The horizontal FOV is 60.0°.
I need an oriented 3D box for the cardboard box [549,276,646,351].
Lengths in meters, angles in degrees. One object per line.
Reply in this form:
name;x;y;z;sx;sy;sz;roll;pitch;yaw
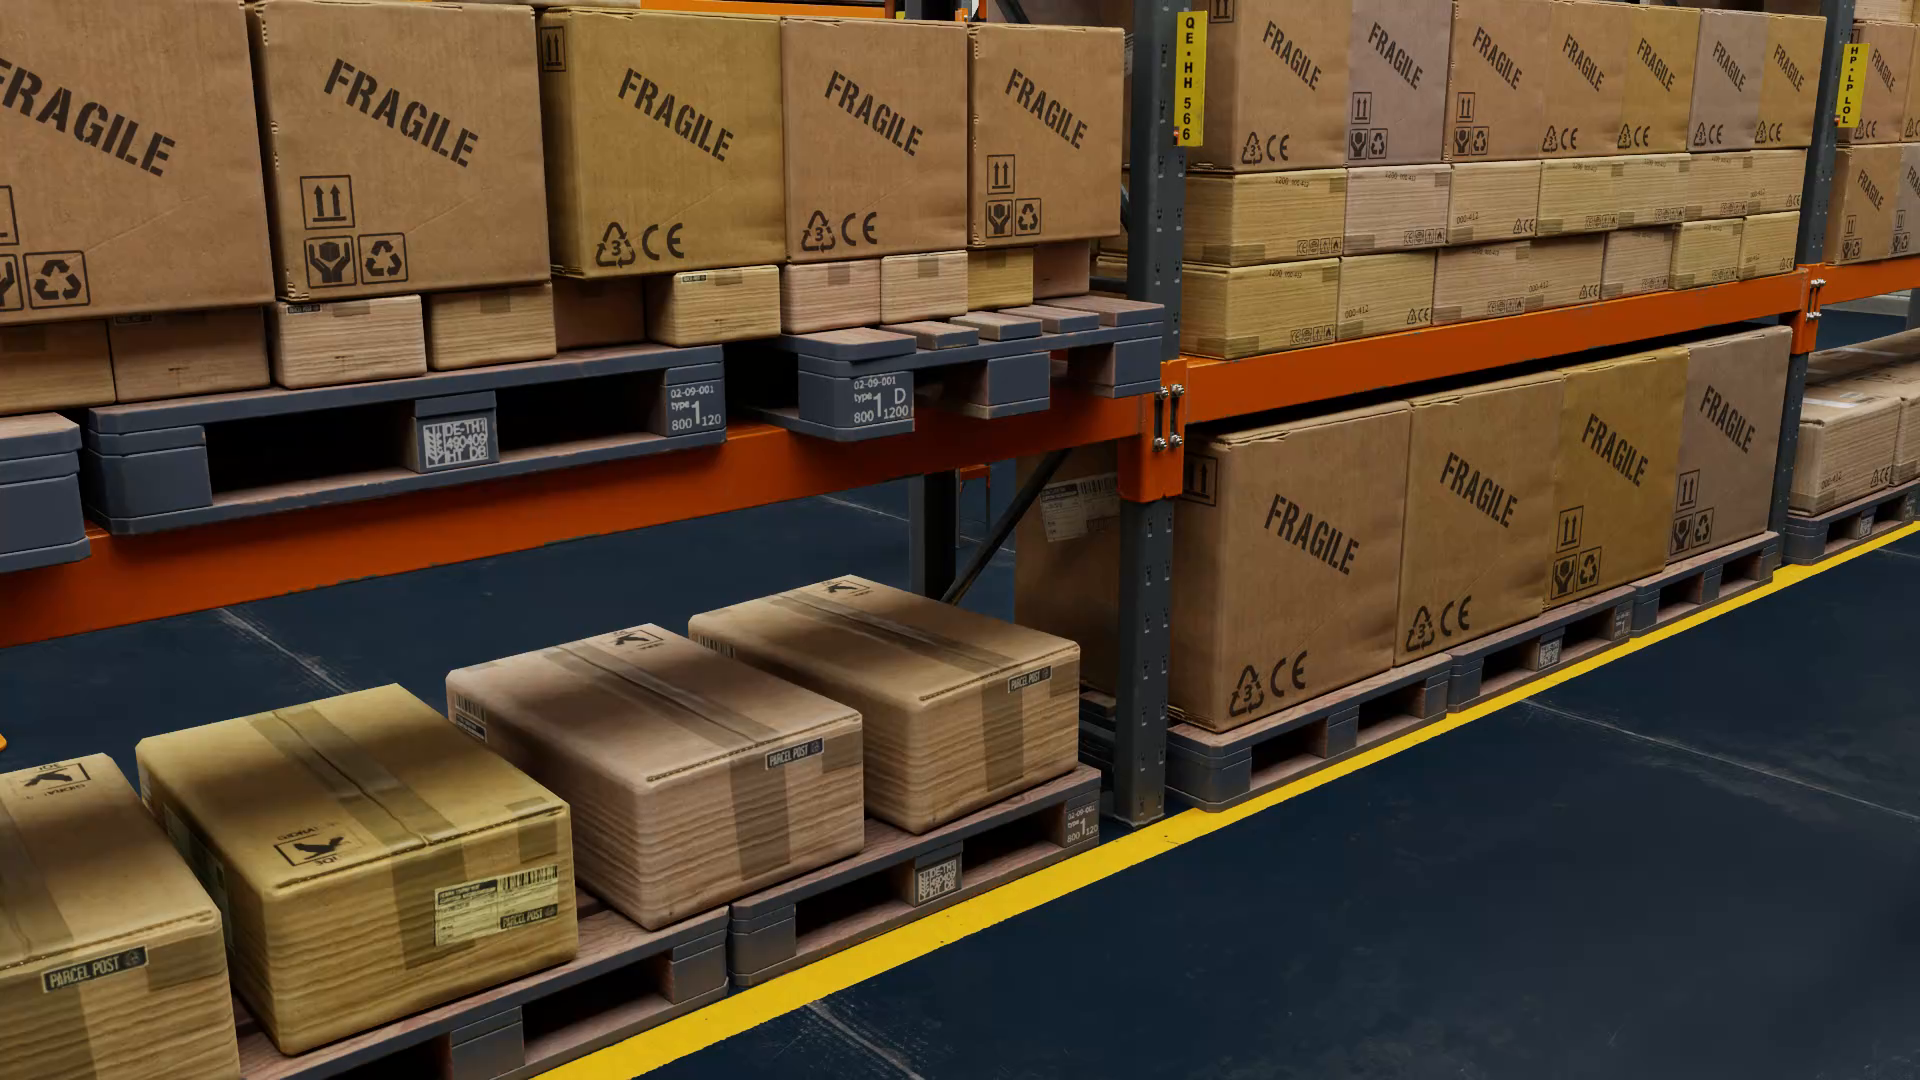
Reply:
cardboard box;-0.863;-0.498;3.476;0.250;0.149;0.380;-12;19;-39

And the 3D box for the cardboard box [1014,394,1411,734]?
cardboard box;0.786;-0.015;5.296;0.875;0.875;0.875;-13;20;-40

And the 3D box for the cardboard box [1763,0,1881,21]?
cardboard box;3.637;-2.263;7.020;0.250;0.149;0.380;-13;20;-40

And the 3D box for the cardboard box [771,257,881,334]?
cardboard box;-0.393;-0.566;3.728;0.250;0.149;0.380;-14;20;-42

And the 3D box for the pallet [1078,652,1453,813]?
pallet;0.855;0.491;5.503;1.213;0.211;1.003;-13;19;-39

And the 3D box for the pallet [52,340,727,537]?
pallet;-1.256;-0.301;3.438;1.213;0.211;1.003;-13;19;-39

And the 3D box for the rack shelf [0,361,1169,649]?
rack shelf;-1.298;-0.051;3.522;4.000;0.370;1.077;-13;19;-39

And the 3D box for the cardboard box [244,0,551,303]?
cardboard box;-1.125;-0.733;3.099;0.500;0.500;0.500;-14;20;-42

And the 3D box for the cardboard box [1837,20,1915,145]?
cardboard box;3.747;-1.980;7.218;0.500;0.500;0.500;-12;19;-39

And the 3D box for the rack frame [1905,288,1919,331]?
rack frame;6.246;-2.093;9.772;0.127;3.000;1.000;-13;19;-39

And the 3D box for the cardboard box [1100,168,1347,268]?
cardboard box;0.755;-0.944;4.794;0.500;0.250;0.500;-13;20;-40

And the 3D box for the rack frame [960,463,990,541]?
rack frame;0.058;-0.593;7.644;0.006;1.200;0.240;-13;19;-39

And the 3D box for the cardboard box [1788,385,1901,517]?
cardboard box;3.772;-0.465;7.831;0.875;0.438;0.875;-13;20;-40

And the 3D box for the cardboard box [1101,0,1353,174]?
cardboard box;0.743;-1.305;4.691;0.500;0.500;0.500;-14;20;-41

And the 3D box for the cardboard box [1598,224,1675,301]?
cardboard box;2.277;-1.050;6.158;0.500;0.250;0.500;-13;20;-41

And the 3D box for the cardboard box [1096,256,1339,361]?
cardboard box;0.745;-0.699;4.844;0.500;0.250;0.500;-13;20;-40

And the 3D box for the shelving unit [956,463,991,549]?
shelving unit;-0.011;-0.577;7.586;0.189;1.200;0.258;-13;19;-39

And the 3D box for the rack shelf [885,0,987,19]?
rack shelf;-1.606;-3.124;9.216;4.000;0.370;1.077;-13;19;-39

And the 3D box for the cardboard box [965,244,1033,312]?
cardboard box;-0.037;-0.658;4.074;0.250;0.149;0.380;-12;19;-39

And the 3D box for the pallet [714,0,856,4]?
pallet;-1.733;-5.093;15.363;1.213;0.211;1.003;-13;19;-39

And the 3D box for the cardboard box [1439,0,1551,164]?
cardboard box;1.512;-1.475;5.329;0.500;0.500;0.500;-12;19;-38

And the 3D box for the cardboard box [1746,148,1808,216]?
cardboard box;3.055;-1.462;6.733;0.500;0.250;0.500;-13;20;-39

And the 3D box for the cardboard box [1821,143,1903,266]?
cardboard box;3.754;-1.492;7.329;0.500;0.500;0.500;-12;19;-38

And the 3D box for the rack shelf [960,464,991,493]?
rack shelf;-0.011;-0.302;7.659;0.180;0.103;0.258;-13;19;-39

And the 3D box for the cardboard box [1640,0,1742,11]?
cardboard box;3.252;-2.374;7.437;0.250;0.149;0.380;-13;20;-40

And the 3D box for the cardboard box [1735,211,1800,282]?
cardboard box;3.055;-1.217;6.786;0.500;0.250;0.500;-13;20;-41

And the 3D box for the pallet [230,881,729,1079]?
pallet;-1.300;0.948;3.794;1.213;0.211;1.003;-13;19;-39

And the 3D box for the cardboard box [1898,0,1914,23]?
cardboard box;3.985;-2.361;7.387;0.250;0.149;0.380;-13;20;-40

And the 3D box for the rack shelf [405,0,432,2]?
rack shelf;-4.786;-4.107;12.895;4.000;0.370;1.077;-13;19;-39

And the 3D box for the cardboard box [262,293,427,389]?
cardboard box;-1.181;-0.389;3.066;0.250;0.149;0.380;-12;19;-37

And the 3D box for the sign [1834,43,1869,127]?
sign;3.592;-1.832;6.706;0.005;0.325;0.100;-13;19;-39

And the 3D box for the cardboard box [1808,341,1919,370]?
cardboard box;5.129;-0.770;8.970;0.875;0.438;0.875;-12;19;-38

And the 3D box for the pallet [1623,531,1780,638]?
pallet;2.696;0.078;7.050;1.213;0.211;1.003;-13;19;-39

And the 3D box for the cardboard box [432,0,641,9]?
cardboard box;-0.838;-1.114;3.266;0.250;0.149;0.380;-14;20;-42

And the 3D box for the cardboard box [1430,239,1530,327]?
cardboard box;1.520;-0.877;5.511;0.500;0.250;0.500;-12;19;-38

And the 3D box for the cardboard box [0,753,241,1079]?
cardboard box;-1.873;0.795;3.239;0.625;0.372;0.950;-11;19;-36

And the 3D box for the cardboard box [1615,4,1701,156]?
cardboard box;2.275;-1.651;5.986;0.500;0.500;0.500;-12;19;-38

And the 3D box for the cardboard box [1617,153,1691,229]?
cardboard box;2.296;-1.287;6.078;0.500;0.250;0.500;-12;19;-38

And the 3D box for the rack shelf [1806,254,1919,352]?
rack shelf;4.737;-1.406;8.596;4.000;0.370;1.077;-13;19;-39

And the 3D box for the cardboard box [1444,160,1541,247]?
cardboard box;1.530;-1.114;5.428;0.500;0.250;0.500;-13;20;-40

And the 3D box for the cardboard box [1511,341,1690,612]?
cardboard box;2.137;-0.316;6.425;0.875;0.875;0.875;-12;19;-38

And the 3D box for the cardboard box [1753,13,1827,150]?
cardboard box;3.056;-1.822;6.627;0.500;0.500;0.500;-12;19;-38

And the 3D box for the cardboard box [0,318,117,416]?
cardboard box;-1.603;-0.312;2.780;0.250;0.149;0.380;-12;19;-39

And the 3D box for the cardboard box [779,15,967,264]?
cardboard box;-0.332;-0.911;3.766;0.500;0.500;0.500;-13;20;-40

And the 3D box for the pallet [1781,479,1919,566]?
pallet;3.853;-0.181;8.020;1.213;0.211;1.003;-13;19;-39

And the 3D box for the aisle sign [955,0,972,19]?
aisle sign;-0.008;-5.232;16.486;0.004;0.787;0.394;-13;19;-39

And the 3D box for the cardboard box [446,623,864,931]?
cardboard box;-0.773;0.550;4.158;0.625;0.372;0.950;-13;20;-40

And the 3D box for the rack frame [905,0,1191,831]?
rack frame;0.211;-0.737;4.698;0.127;3.000;1.000;-13;19;-39
